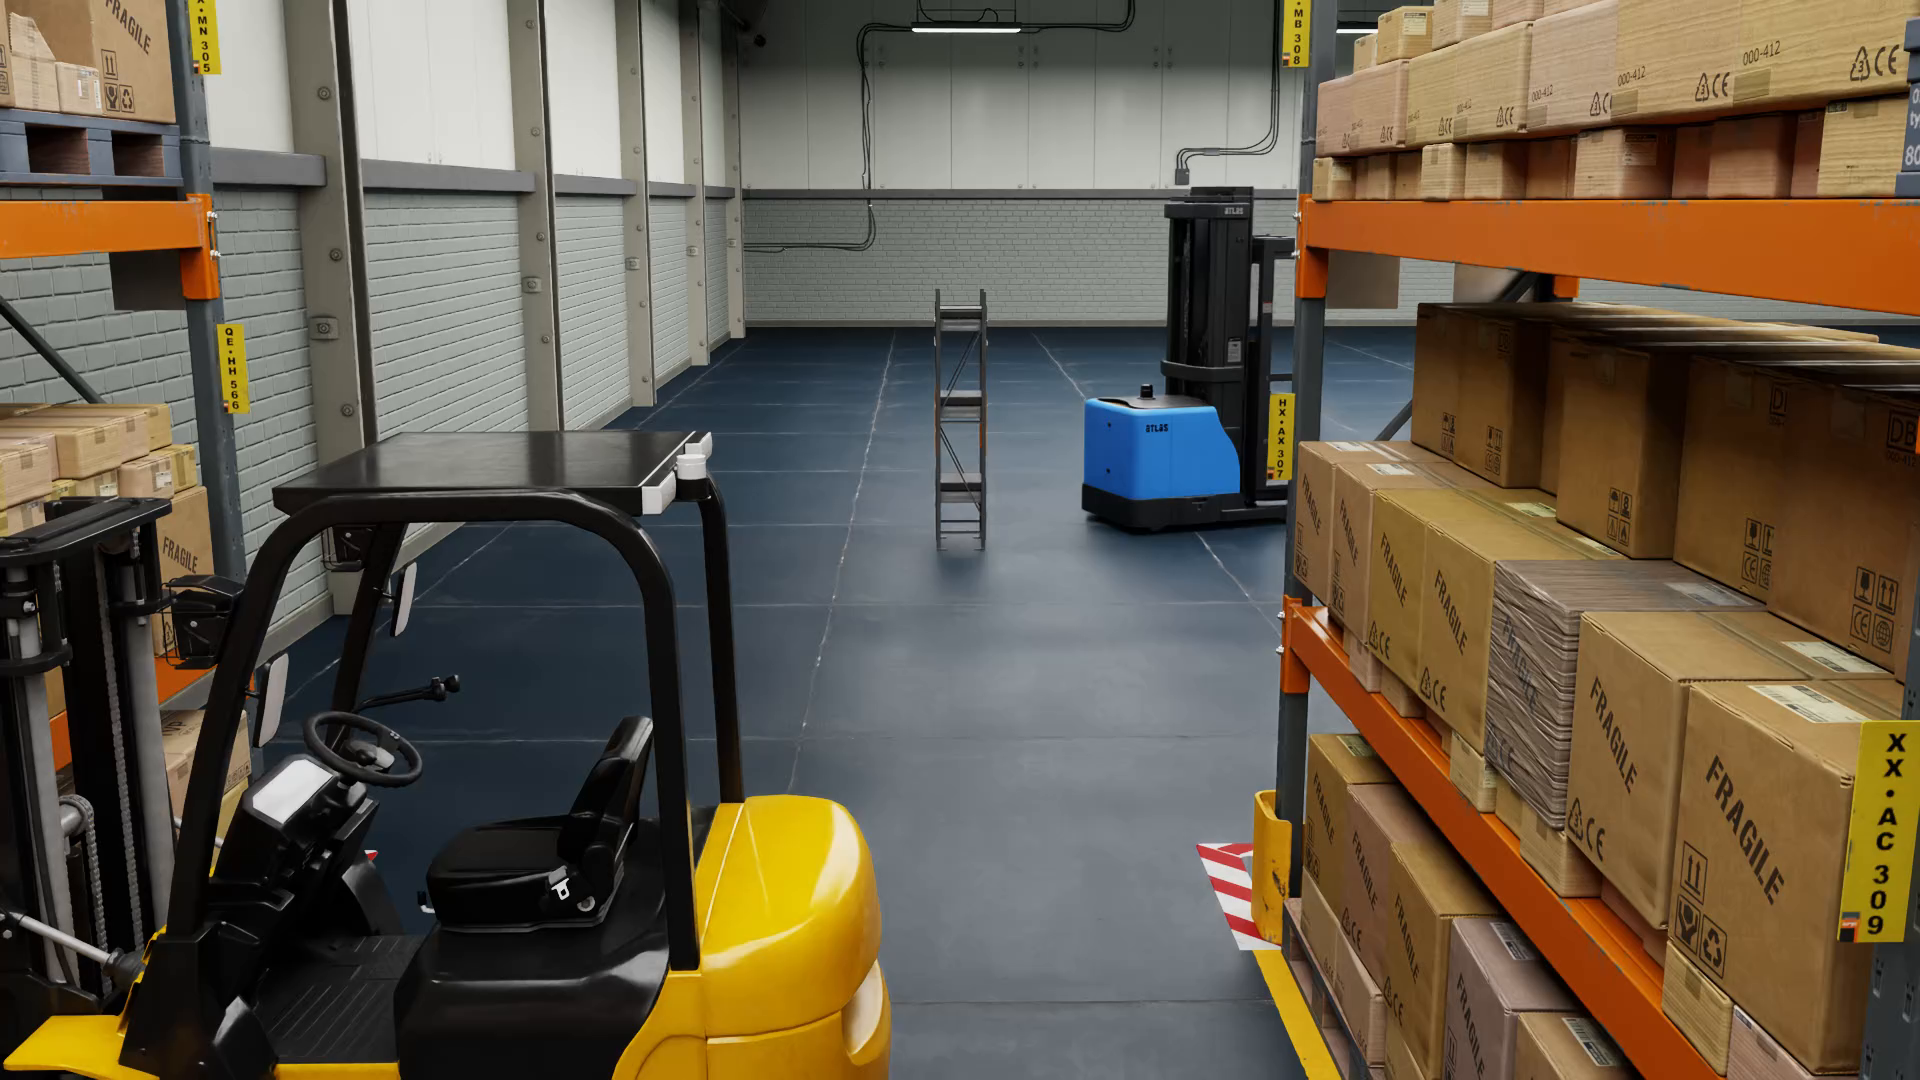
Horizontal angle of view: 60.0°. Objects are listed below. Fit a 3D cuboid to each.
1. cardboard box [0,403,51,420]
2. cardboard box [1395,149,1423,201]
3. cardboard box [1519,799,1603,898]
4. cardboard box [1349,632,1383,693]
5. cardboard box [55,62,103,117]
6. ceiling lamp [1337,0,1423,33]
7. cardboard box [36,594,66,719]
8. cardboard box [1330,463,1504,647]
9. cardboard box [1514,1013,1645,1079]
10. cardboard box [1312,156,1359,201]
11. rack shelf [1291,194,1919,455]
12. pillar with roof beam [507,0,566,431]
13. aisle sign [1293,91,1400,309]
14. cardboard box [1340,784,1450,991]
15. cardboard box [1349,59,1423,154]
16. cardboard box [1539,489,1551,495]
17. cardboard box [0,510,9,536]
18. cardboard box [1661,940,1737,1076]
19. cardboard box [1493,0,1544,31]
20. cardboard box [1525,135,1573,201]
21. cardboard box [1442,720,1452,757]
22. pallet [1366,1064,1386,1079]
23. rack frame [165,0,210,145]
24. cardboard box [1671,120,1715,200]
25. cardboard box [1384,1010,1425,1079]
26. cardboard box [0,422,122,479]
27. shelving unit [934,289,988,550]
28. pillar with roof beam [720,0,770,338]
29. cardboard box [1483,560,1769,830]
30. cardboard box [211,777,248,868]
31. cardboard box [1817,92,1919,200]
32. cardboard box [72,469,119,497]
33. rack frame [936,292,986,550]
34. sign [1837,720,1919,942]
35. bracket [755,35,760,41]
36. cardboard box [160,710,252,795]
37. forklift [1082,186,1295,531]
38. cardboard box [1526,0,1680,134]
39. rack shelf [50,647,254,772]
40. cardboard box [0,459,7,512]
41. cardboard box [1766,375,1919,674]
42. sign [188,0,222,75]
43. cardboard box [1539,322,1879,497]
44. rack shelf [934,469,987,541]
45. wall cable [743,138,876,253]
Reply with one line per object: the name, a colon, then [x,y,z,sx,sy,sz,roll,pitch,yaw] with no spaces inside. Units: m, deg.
cardboard box: [-3.417,-0.390,5.804,0.380,0.149,0.250,0,11,-2]
cardboard box: [1.530,-1.092,4.983,0.380,0.149,0.250,0,11,-2]
cardboard box: [1.499,0.688,3.756,0.380,0.149,0.250,0,11,-2]
cardboard box: [1.455,0.380,5.275,0.380,0.149,0.250,0,11,0]
cardboard box: [-2.890,-1.383,5.111,0.380,0.149,0.250,-1,11,-3]
ceiling lamp: [7.499,-10.849,30.219,2.000,3.185,0.800,0,11,-1]
cardboard box: [-2.926,0.308,4.744,0.500,0.500,0.500,0,11,-2]
cardboard box: [1.498,0.038,5.329,0.500,0.500,0.500,0,11,1]
cardboard box: [1.542,1.386,3.656,0.500,0.500,0.500,0,11,0]
cardboard box: [1.434,-1.245,5.741,0.380,0.149,0.250,0,11,-1]
rack shelf: [1.793,-0.686,4.159,1.077,0.370,4.000,0,11,-1]
pillar with roof beam: [-0.041,-5.146,16.790,9.100,9.000,0.400,0,11,-1]
aisle sign: [1.441,-1.251,6.142,0.394,0.787,0.004,0,11,-1]
cardboard box: [1.508,1.079,5.171,0.500,0.500,0.500,-1,11,-3]
cardboard box: [1.496,-1.307,5.041,0.500,0.250,0.500,0,11,-2]
cardboard box: [2.044,0.046,5.289,0.500,0.500,0.500,0,11,-1]
cardboard box: [-2.873,0.011,4.577,0.380,0.149,0.250,0,11,-1]
cardboard box: [1.511,0.840,3.004,0.380,0.149,0.250,0,11,0]
cardboard box: [1.482,-1.278,3.897,0.380,0.149,0.250,0,11,0]
cardboard box: [1.586,-0.887,3.973,0.380,0.149,0.250,0,11,-2]
cardboard box: [1.535,0.536,4.506,0.380,0.149,0.250,-1,11,-3]
pallet: [1.757,1.820,4.559,1.003,0.211,1.213,0,11,-1]
rack frame: [-3.211,-2.885,5.645,1.000,3.000,0.127,0,11,-1]
cardboard box: [1.618,-0.731,3.205,0.380,0.149,0.250,-1,11,-3]
cardboard box: [1.519,1.547,4.747,0.500,0.250,0.500,1,11,3]
cardboard box: [-2.924,-0.286,5.294,0.380,0.149,0.250,0,11,0]
shelving unit: [0.003,-0.996,13.688,0.431,2.100,0.503,0,11,-1]
pillar with roof beam: [-0.413,-8.724,34.427,9.100,9.000,0.548,0,11,-1]
cardboard box: [1.544,0.342,3.830,0.500,0.500,0.500,0,11,0]
cardboard box: [-2.888,1.048,5.953,0.500,0.250,0.500,0,11,-2]
cardboard box: [1.522,-0.579,2.457,0.380,0.149,0.250,0,11,-1]
cardboard box: [-2.944,-0.141,5.328,0.380,0.149,0.250,0,11,0]
rack frame: [0.008,-0.948,13.449,0.400,2.100,0.015,0,11,-1]
sign: [1.292,0.409,2.322,0.100,0.325,0.005,0,11,-1]
bracket: [-4.408,-10.908,36.139,0.076,0.066,3.189,0,11,-1]
cardboard box: [-2.889,0.797,5.929,0.500,0.250,0.500,0,11,1]
forklift: [2.674,-1.675,14.942,3.031,2.935,1.130,-5,12,-21]
cardboard box: [1.549,-1.001,3.536,0.500,0.250,0.500,0,11,-2]
rack shelf: [-3.170,0.806,4.353,1.077,0.370,4.000,0,11,-1]
cardboard box: [-2.866,-0.134,4.542,0.380,0.149,0.250,0,11,0]
cardboard box: [2.053,-0.045,3.224,0.700,0.500,0.500,0,11,-1]
sign: [-2.668,-1.809,5.861,0.100,0.325,0.005,0,11,-1]
cardboard box: [2.097,-0.348,4.717,0.700,0.500,0.500,0,11,-2]
rack shelf: [0.003,-0.297,13.830,0.431,0.518,0.480,0,11,-1]
wall cable: [-3.456,-7.775,37.561,3.097,2.526,0.112,0,11,-1]
